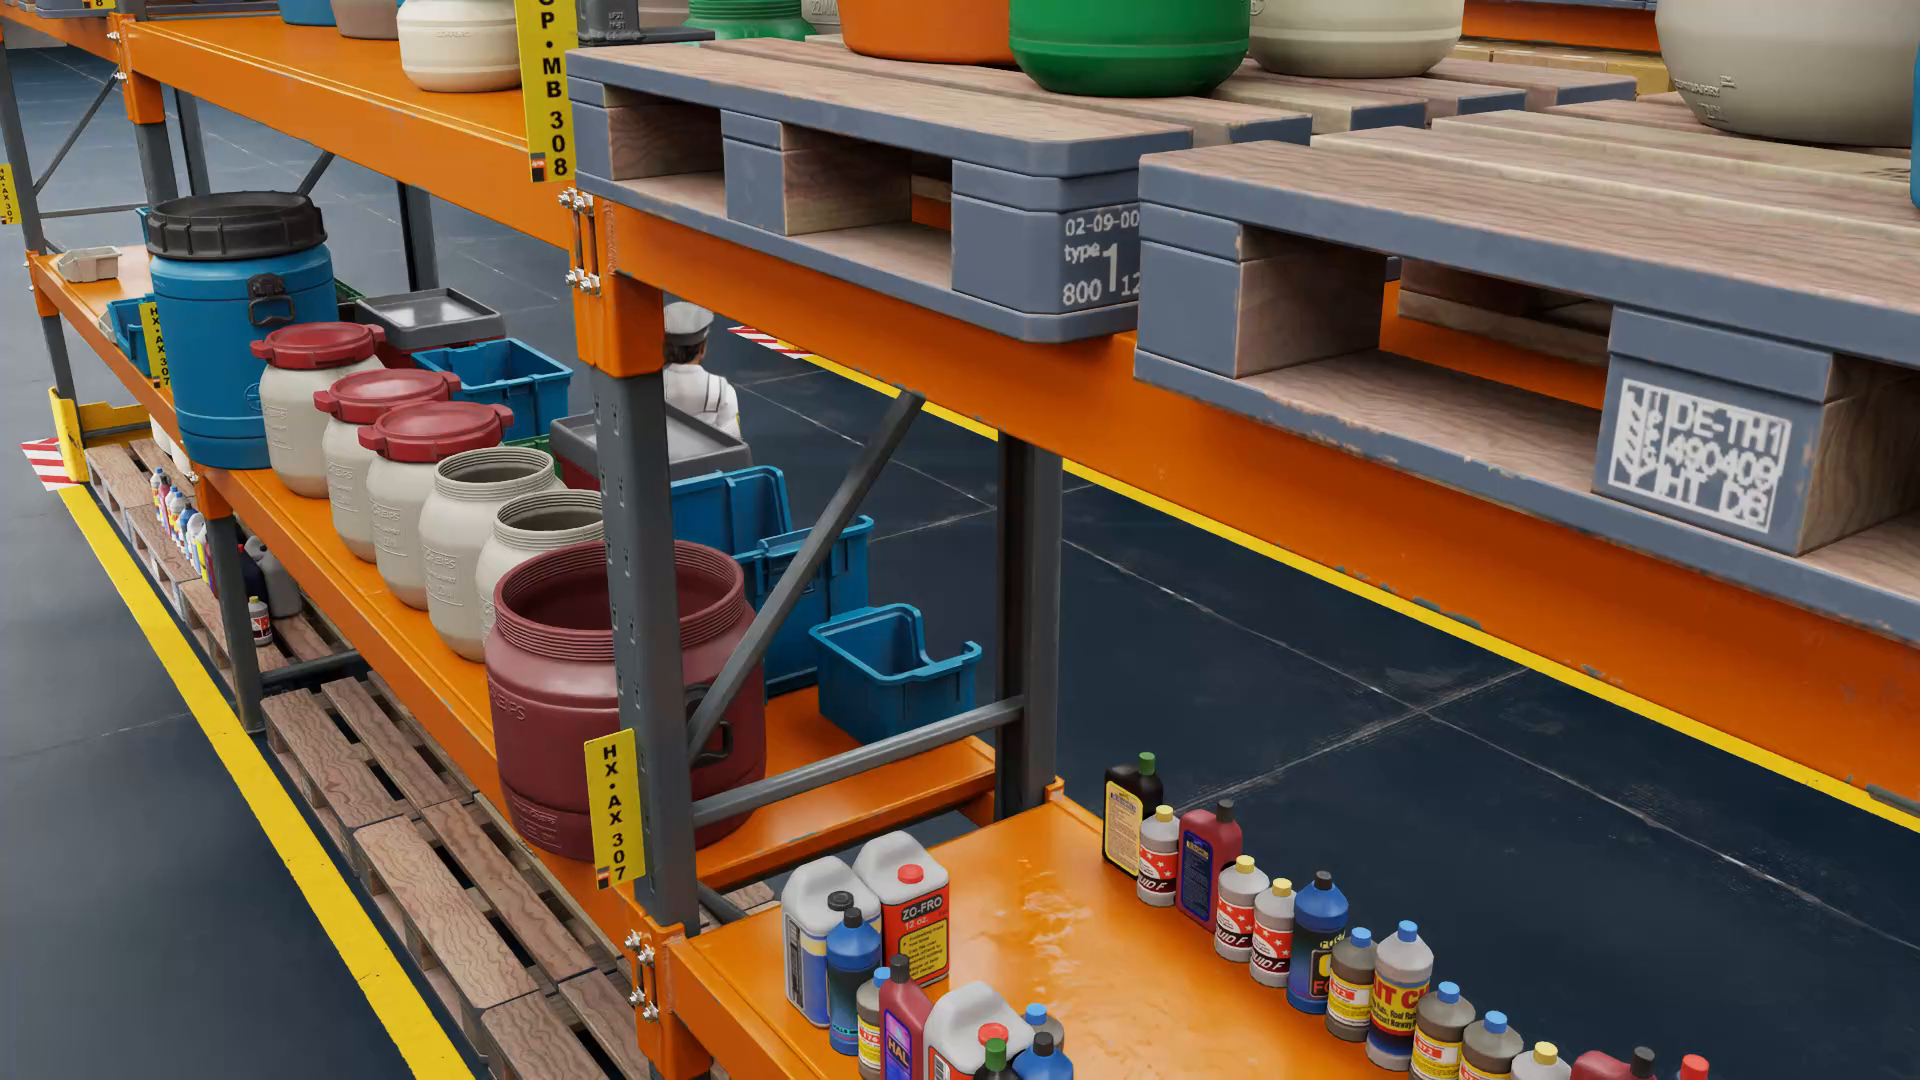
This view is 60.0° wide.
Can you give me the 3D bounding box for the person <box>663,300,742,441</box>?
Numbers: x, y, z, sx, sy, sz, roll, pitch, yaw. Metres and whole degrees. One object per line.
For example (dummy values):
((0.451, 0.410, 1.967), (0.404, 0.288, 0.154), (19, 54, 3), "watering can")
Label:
((-1.132, -0.134, 6.862), (0.525, 1.673, 0.484), (2, 22, 4), "person")
